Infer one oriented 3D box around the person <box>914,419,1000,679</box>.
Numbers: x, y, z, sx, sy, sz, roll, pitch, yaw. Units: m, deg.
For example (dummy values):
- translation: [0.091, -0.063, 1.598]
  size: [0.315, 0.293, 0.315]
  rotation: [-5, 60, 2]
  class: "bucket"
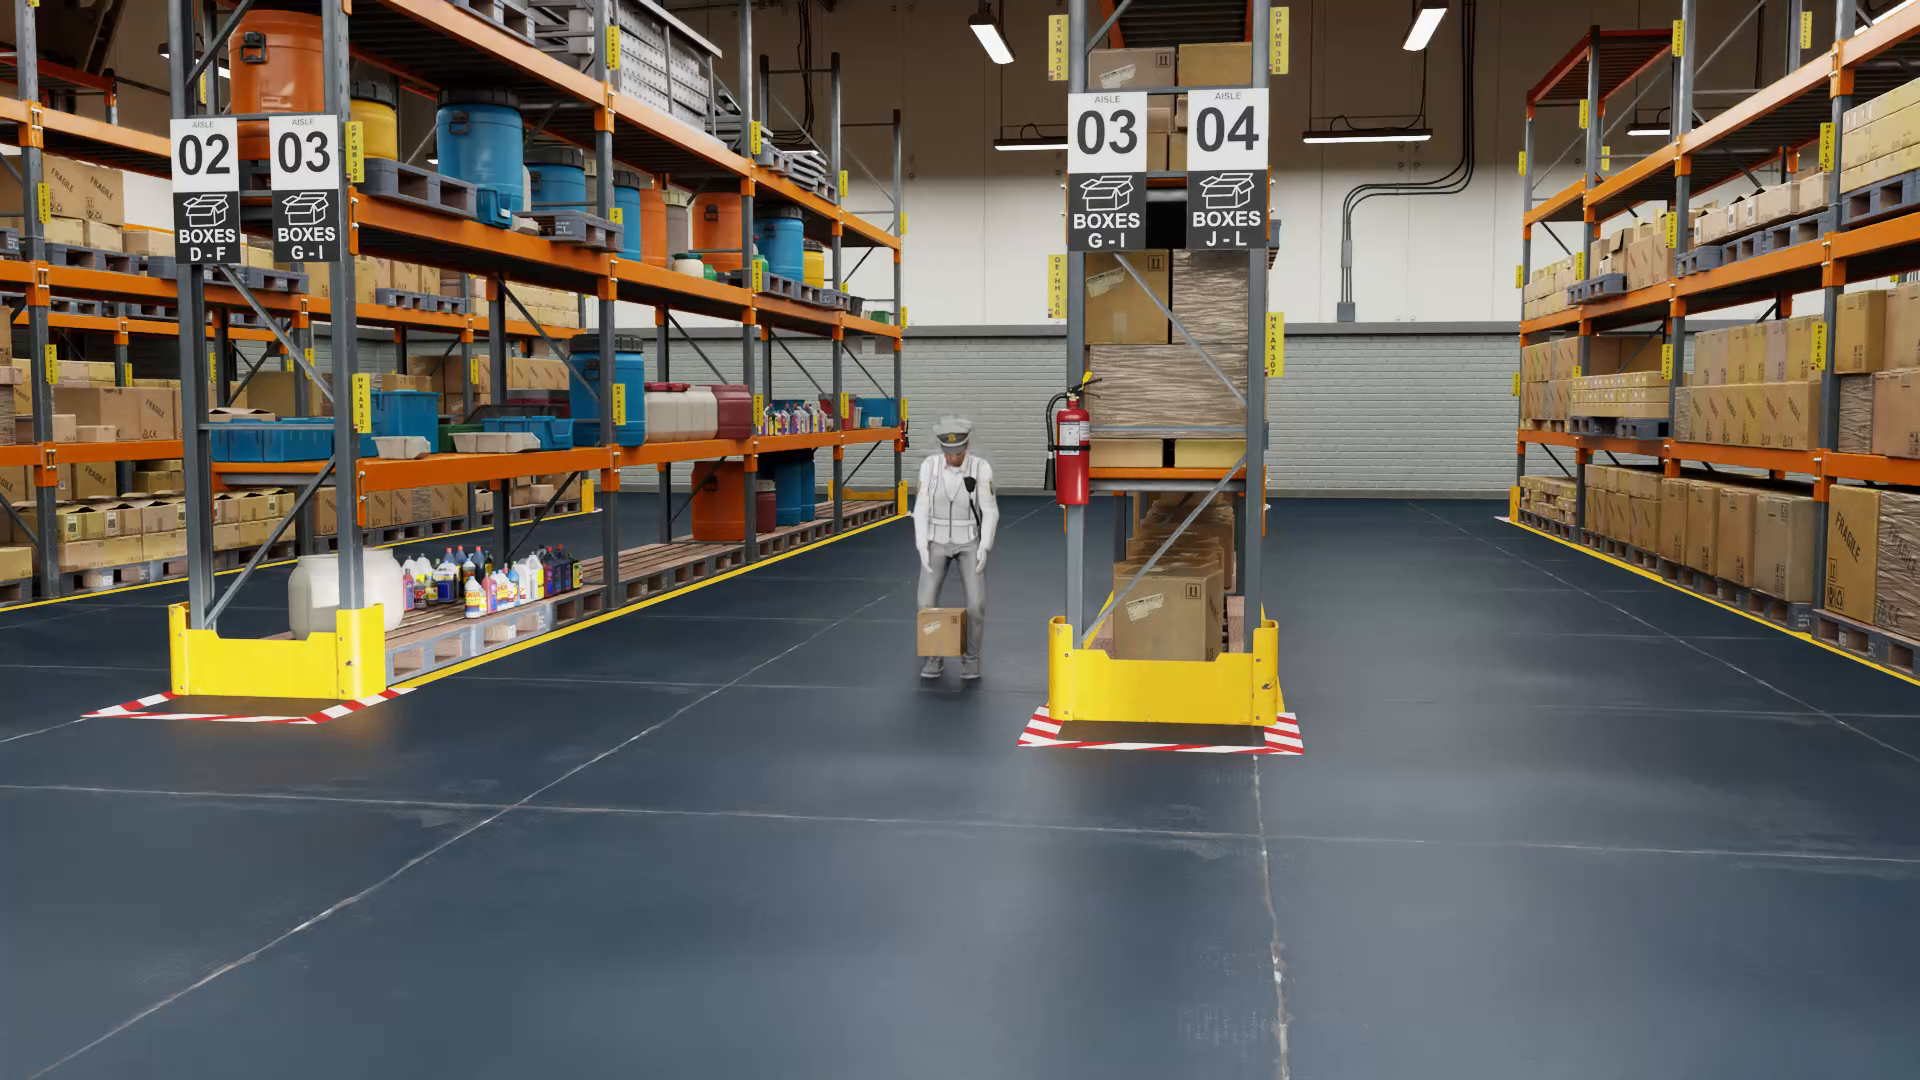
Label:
- translation: [-0.047, 0.052, 9.989]
  size: [0.469, 1.559, 0.548]
  rotation: [1, 5, 9]
  class: "person"
